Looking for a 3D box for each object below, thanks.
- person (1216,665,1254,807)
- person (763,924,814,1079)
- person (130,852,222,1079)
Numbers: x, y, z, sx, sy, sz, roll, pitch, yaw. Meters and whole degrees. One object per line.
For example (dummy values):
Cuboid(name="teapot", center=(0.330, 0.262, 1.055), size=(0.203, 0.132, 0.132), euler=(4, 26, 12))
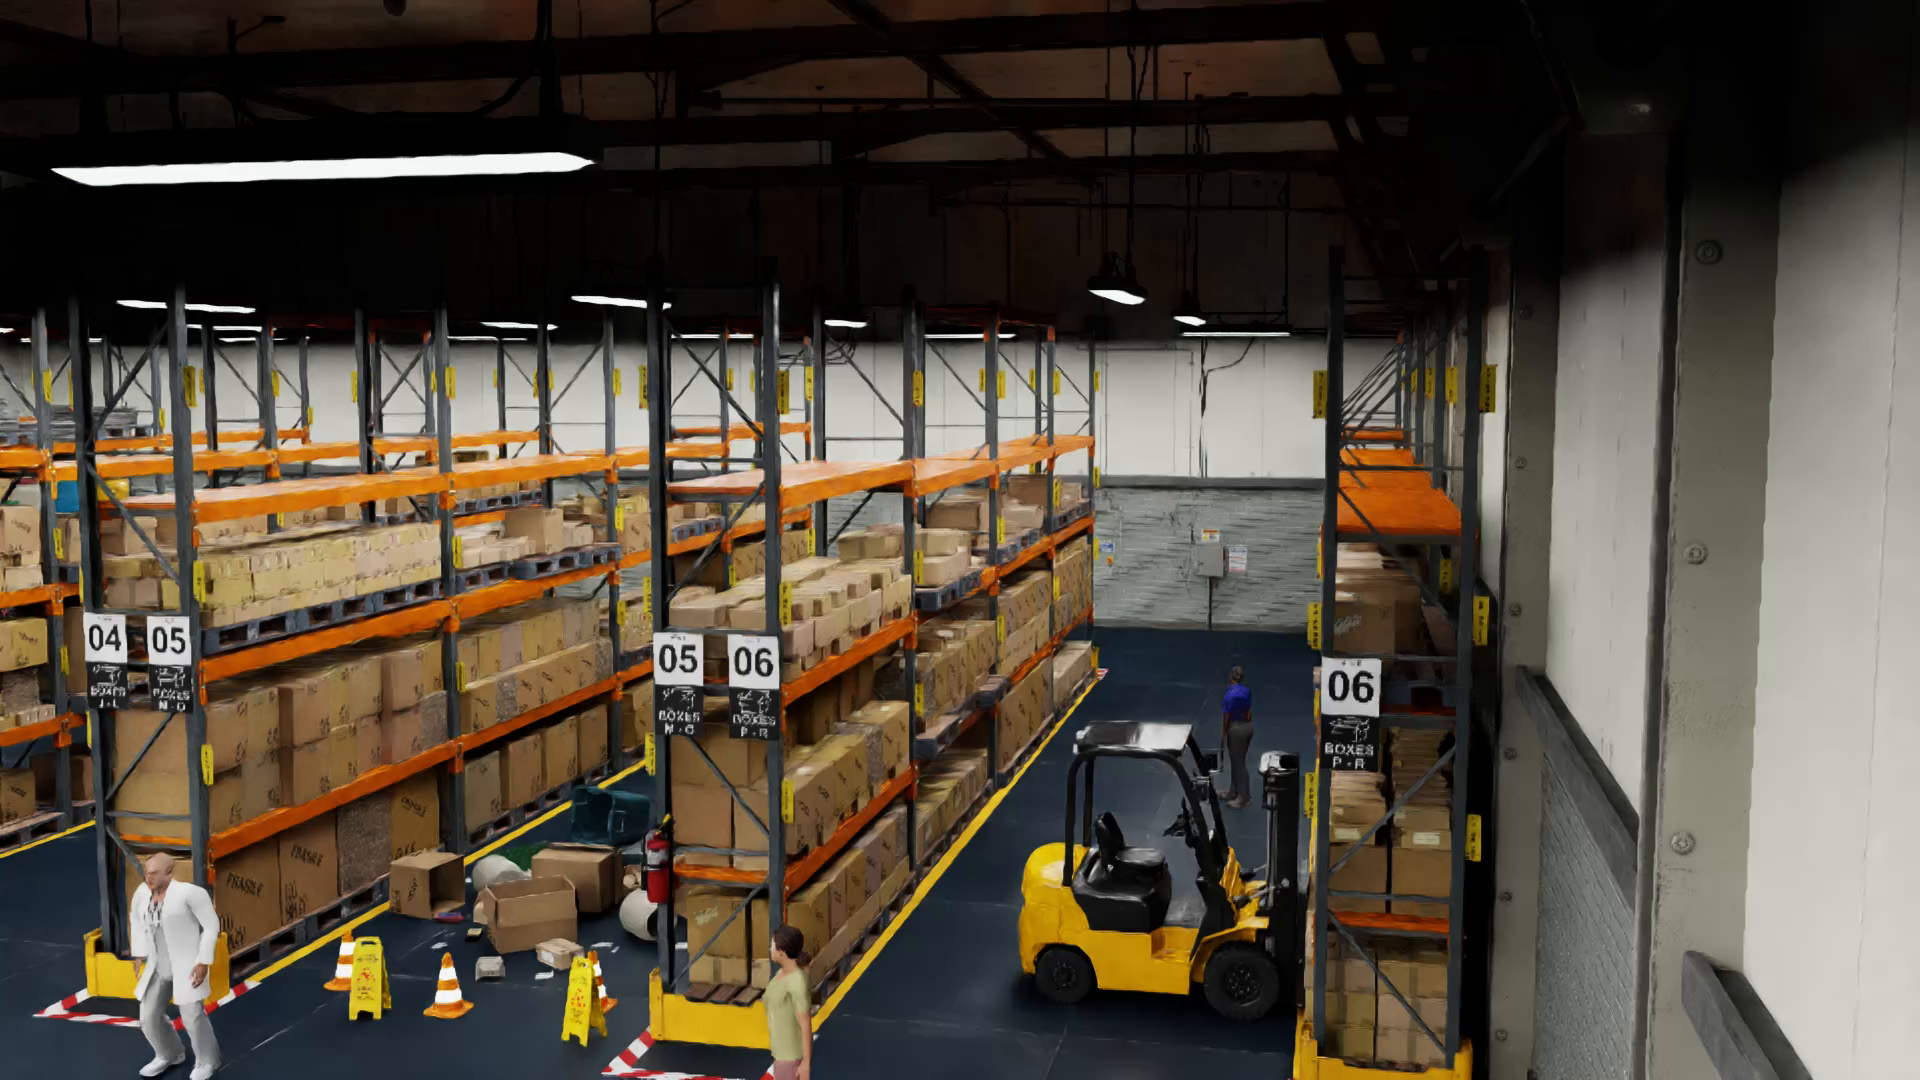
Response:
Cuboid(name="person", center=(3.293, 2.318, 19.925), size=(0.557, 1.650, 0.587), euler=(4, 7, 36))
Cuboid(name="person", center=(-1.033, 3.267, 10.514), size=(0.373, 1.666, 0.563), euler=(-2, 6, -16))
Cuboid(name="person", center=(-5.711, 3.087, 12.116), size=(0.729, 1.733, 0.546), euler=(1, 6, 12))
